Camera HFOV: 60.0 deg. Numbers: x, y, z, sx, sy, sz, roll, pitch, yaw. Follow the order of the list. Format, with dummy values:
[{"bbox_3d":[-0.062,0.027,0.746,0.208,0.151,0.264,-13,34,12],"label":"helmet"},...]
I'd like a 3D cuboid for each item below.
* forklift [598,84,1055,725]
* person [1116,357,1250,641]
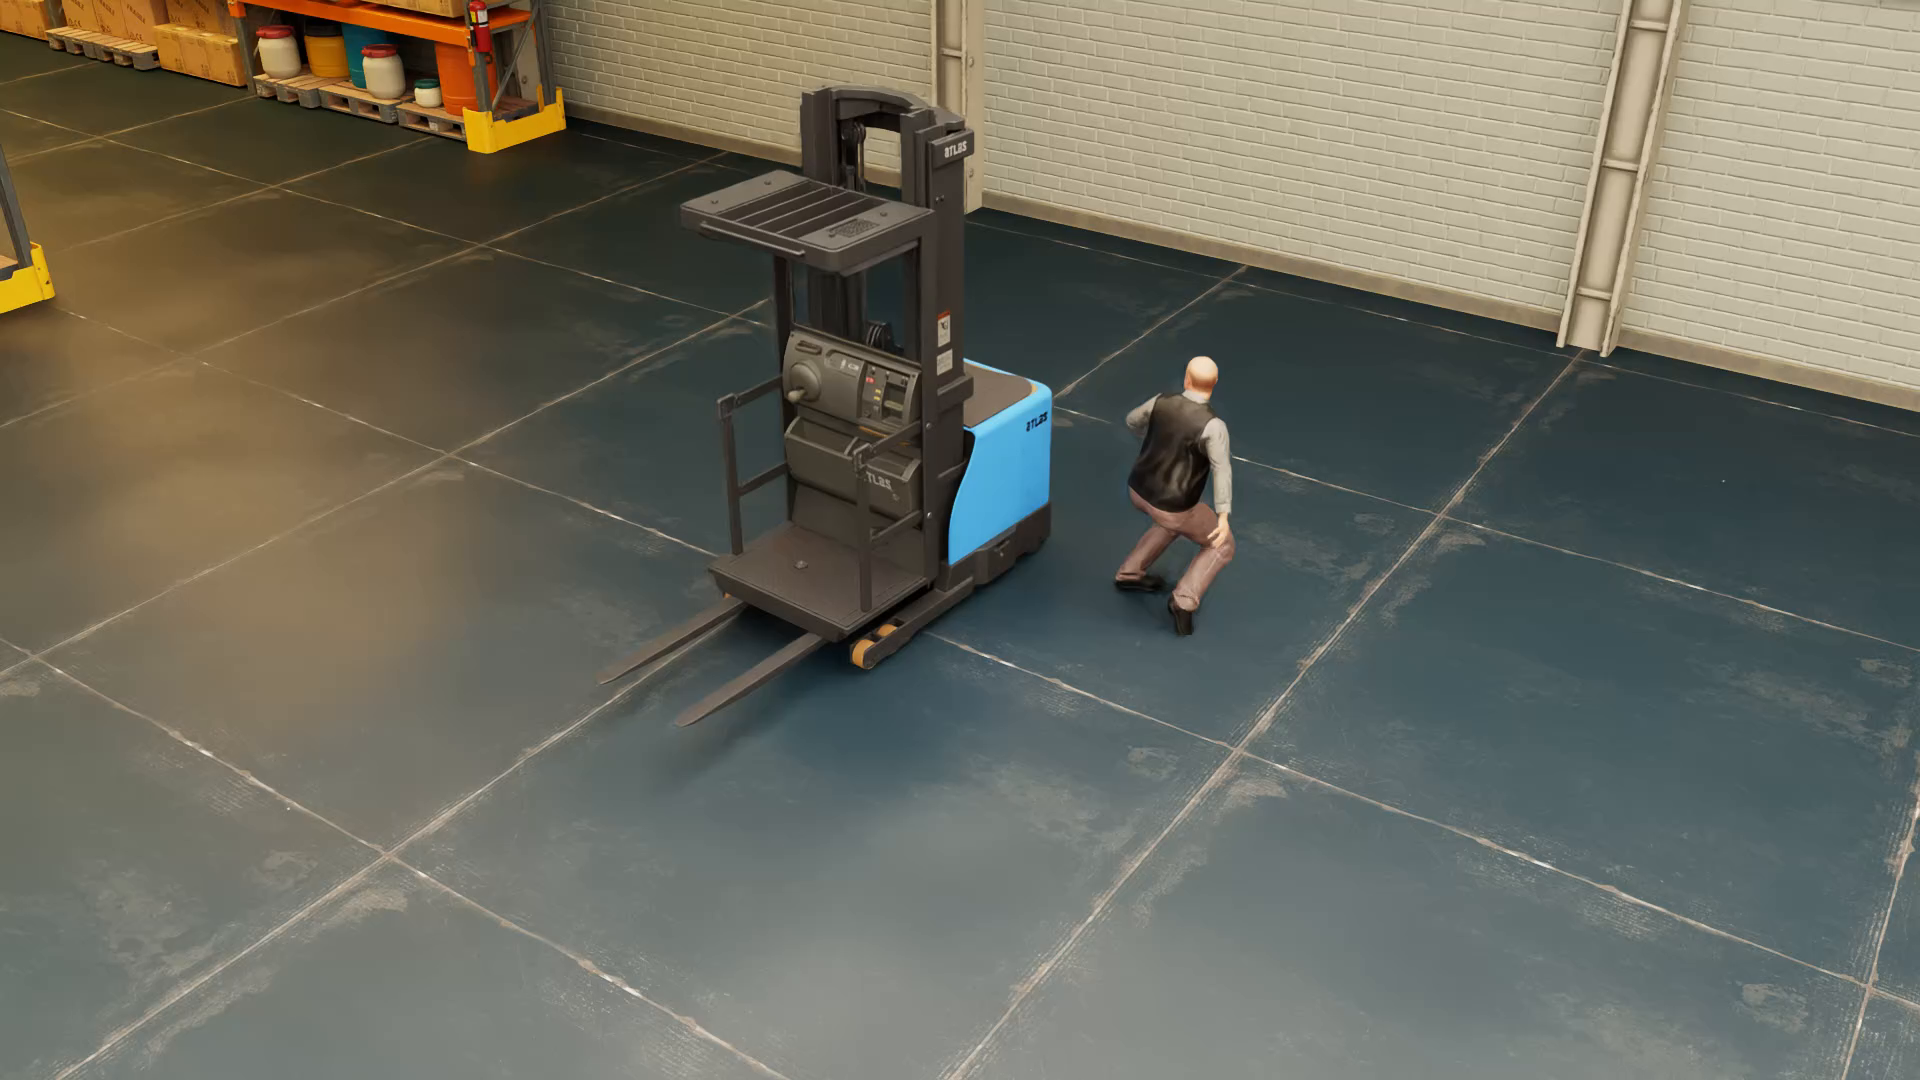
[{"bbox_3d":[-0.722,-0.839,9.026,1.130,2.935,3.031,22,36,32],"label":"forklift"},{"bbox_3d":[1.332,-0.226,9.427,0.534,1.638,0.989,-19,35,-30],"label":"person"}]
